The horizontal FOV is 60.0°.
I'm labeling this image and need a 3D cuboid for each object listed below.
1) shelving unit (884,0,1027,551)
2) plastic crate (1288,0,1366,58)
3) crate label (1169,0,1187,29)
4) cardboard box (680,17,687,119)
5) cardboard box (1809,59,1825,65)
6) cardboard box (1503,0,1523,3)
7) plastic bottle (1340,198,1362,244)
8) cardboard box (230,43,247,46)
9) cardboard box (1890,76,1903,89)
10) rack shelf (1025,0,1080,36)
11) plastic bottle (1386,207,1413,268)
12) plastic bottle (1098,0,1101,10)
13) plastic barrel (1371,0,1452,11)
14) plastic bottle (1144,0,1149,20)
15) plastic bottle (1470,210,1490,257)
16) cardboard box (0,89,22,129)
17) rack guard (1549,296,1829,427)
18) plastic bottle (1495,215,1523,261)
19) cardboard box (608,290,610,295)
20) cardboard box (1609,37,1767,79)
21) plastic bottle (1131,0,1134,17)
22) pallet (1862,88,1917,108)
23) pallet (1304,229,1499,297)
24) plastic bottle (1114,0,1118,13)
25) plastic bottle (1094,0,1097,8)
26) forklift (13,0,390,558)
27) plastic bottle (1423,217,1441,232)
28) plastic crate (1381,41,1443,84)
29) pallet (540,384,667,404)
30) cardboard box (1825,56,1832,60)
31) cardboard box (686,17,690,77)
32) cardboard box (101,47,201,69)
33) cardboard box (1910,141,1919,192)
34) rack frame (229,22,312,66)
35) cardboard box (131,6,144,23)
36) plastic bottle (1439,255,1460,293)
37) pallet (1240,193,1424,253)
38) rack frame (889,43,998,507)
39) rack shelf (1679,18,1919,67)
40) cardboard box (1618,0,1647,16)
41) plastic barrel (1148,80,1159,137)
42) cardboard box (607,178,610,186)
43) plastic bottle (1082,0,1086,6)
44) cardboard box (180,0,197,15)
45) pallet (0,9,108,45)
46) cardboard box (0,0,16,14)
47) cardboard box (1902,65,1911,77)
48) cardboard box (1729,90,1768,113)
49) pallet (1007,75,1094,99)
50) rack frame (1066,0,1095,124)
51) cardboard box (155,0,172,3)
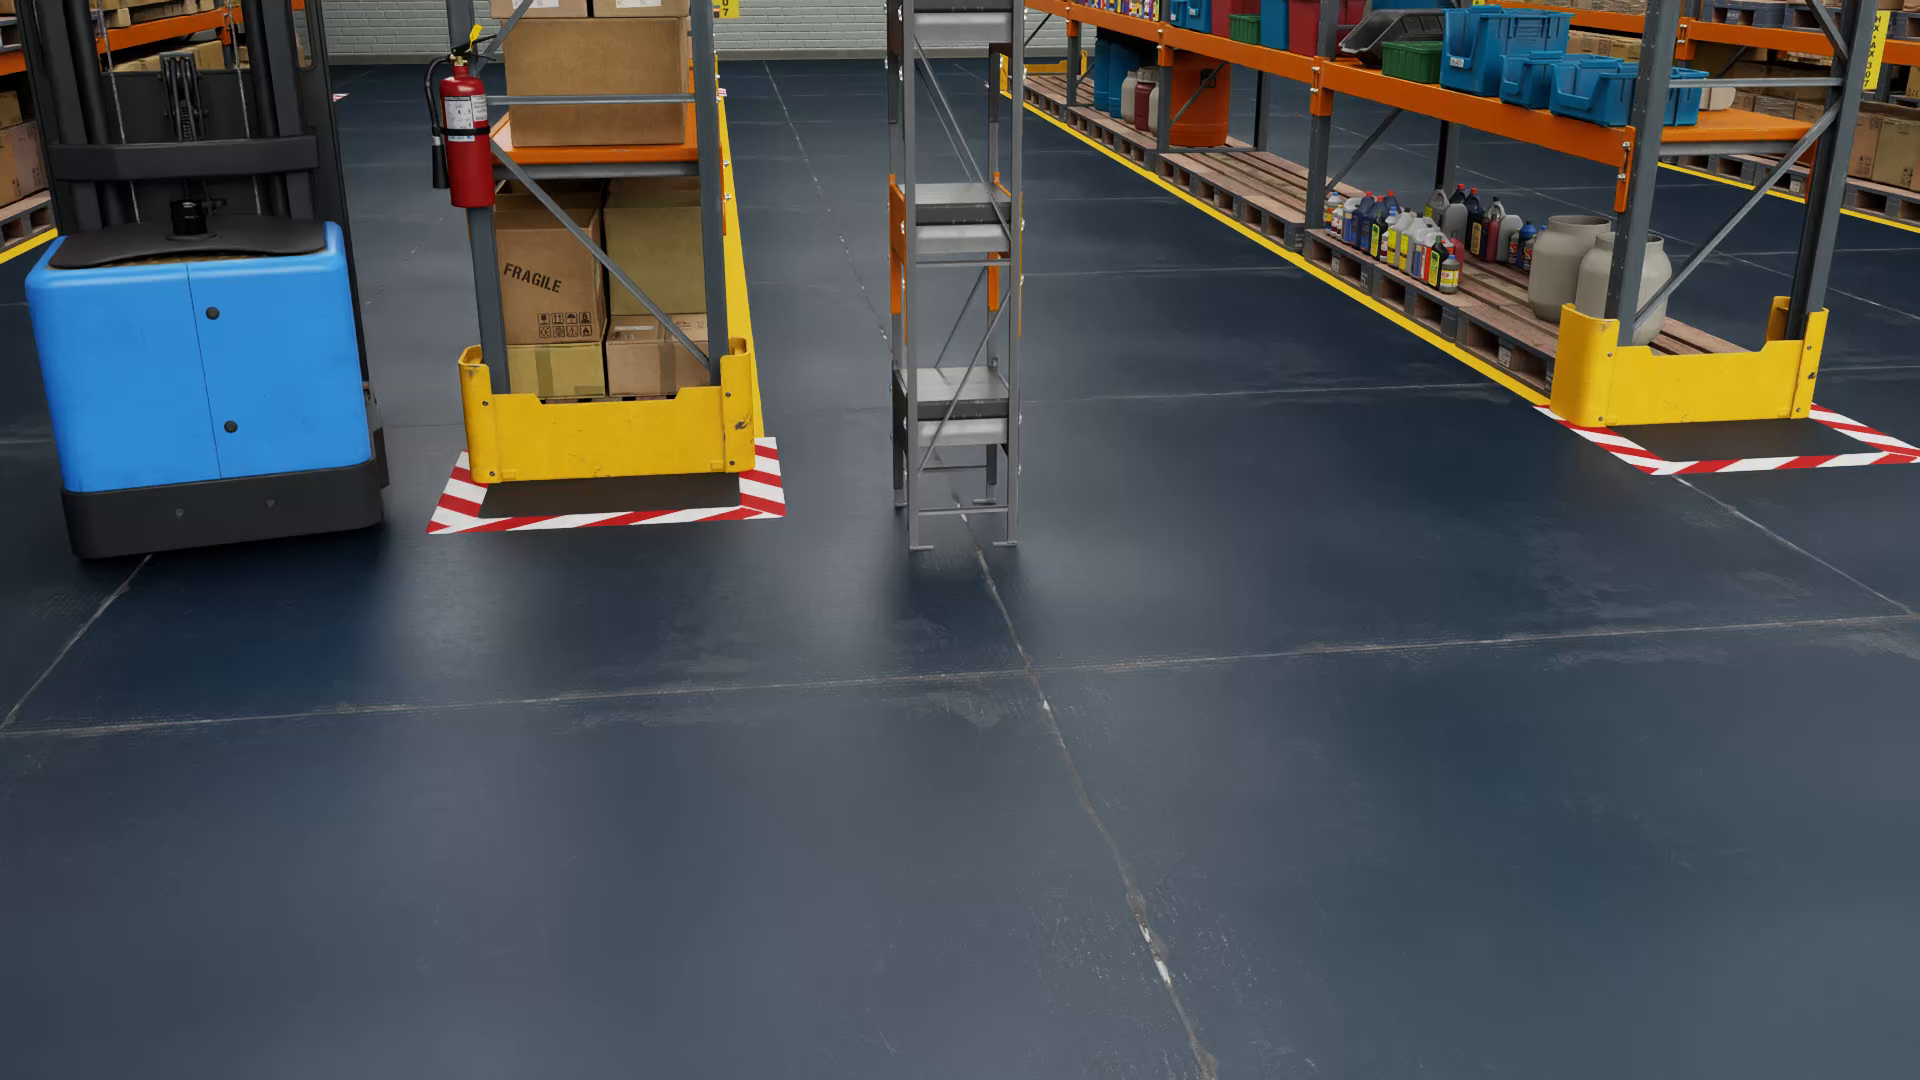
[{"bbox_3d":[-0.024,-1.041,6.002,0.431,2.100,0.503,-3,21,-8],"label":"shelving unit"},{"bbox_3d":[2.487,-3.548,11.337,0.402,0.464,0.583,-3,21,-8],"label":"plastic crate"},{"bbox_3d":[1.973,-4.508,14.237,0.303,0.233,0.416,-3,21,-8],"label":"crate label"},{"bbox_3d":[-1.601,-2.123,7.470,0.700,0.500,0.500,-2,21,-6],"label":"cardboard box"},{"bbox_3d":[11.068,-6.058,21.199,0.380,0.149,0.250,-2,21,-6],"label":"cardboard box"},{"bbox_3d":[6.426,-6.260,18.548,0.500,0.500,0.500,-3,21,-8],"label":"cardboard box"},{"bbox_3d":[2.545,-2.053,10.690,0.152,0.276,0.135,-2,21,-6],"label":"plastic bottle"},{"bbox_3d":[-8.048,-5.538,18.802,0.380,0.149,0.250,-4,21,-9],"label":"cardboard box"},{"bbox_3d":[11.757,-5.696,20.655,0.380,0.149,0.250,-2,21,-6],"label":"cardboard box"},{"bbox_3d":[1.418,-6.491,20.337,1.077,0.370,4.000,-3,21,-8],"label":"rack shelf"},{"bbox_3d":[2.654,-1.818,9.954,0.144,0.351,0.185,-3,21,-8],"label":"plastic bottle"},{"bbox_3d":[1.465,-5.625,17.156,0.061,0.283,0.133,-3,21,-8],"label":"plastic bottle"},{"bbox_3d":[3.104,-3.750,11.252,0.600,0.901,0.708,-3,21,-8],"label":"plastic barrel"},{"bbox_3d":[1.756,-4.931,15.414,0.097,0.201,0.097,0,20,0],"label":"plastic bottle"},{"bbox_3d":[3.214,-1.899,10.266,0.061,0.283,0.133,-3,21,-8],"label":"plastic bottle"},{"bbox_3d":[-7.345,-3.190,12.343,0.500,0.250,0.500,-3,21,-7],"label":"cardboard box"},{"bbox_3d":[3.379,-0.834,7.734,1.175,0.500,0.348,-3,21,-8],"label":"rack guard"},{"bbox_3d":[3.331,-1.853,10.154,0.152,0.276,0.135,-3,21,-7],"label":"plastic bottle"},{"bbox_3d":[-1.994,-1.157,8.357,0.500,0.250,0.500,-3,21,-8],"label":"cardboard box"},{"bbox_3d":[7.105,-4.442,16.258,1.225,0.875,0.875,-4,21,-10],"label":"cardboard box"},{"bbox_3d":[1.686,-5.099,15.866,0.097,0.201,0.097,0,20,0],"label":"plastic bottle"},{"bbox_3d":[11.398,-5.525,20.707,1.003,0.211,1.213,-3,21,-8],"label":"pallet"},{"bbox_3d":[2.915,-1.825,10.800,1.003,0.211,1.213,-3,21,-8],"label":"pallet"},{"bbox_3d":[1.610,-5.409,16.482,0.144,0.351,0.185,-3,21,-8],"label":"plastic bottle"},{"bbox_3d":[1.452,-5.661,17.370,0.097,0.201,0.097,0,20,0],"label":"plastic bottle"},{"bbox_3d":[-3.145,-1.790,6.820,1.130,2.935,3.031,-7,22,-19],"label":"forklift"},{"bbox_3d":[2.797,-1.799,10.010,0.152,0.276,0.135,-3,21,-8],"label":"plastic bottle"},{"bbox_3d":[2.776,-2.782,9.681,0.450,0.188,0.662,-3,21,-8],"label":"plastic crate"},{"bbox_3d":[-1.618,-0.689,7.758,1.003,0.211,1.213,-3,21,-8],"label":"pallet"},{"bbox_3d":[11.142,-6.117,20.930,0.380,0.149,0.250,-2,21,-6],"label":"cardboard box"},{"bbox_3d":[-1.973,-3.011,9.847,0.700,0.500,0.500,-3,21,-9],"label":"cardboard box"},{"bbox_3d":[-7.744,-4.300,15.913,0.750,0.750,0.750,-2,21,-6],"label":"cardboard box"},{"bbox_3d":[7.693,-2.864,12.542,0.700,0.500,0.500,-5,21,-12],"label":"cardboard box"},{"bbox_3d":[-8.674,-7.021,20.727,1.000,3.000,0.127,-3,21,-8],"label":"rack frame"},{"bbox_3d":[-7.552,-4.712,14.877,0.380,0.149,0.250,-3,21,-7],"label":"cardboard box"},{"bbox_3d":[2.737,-1.490,9.289,0.097,0.201,0.097,0,20,0],"label":"plastic bottle"},{"bbox_3d":[2.708,-2.329,12.151,1.003,0.211,1.213,-3,21,-8],"label":"pallet"},{"bbox_3d":[-0.059,-1.125,6.228,0.400,2.100,0.015,-3,21,-8],"label":"rack frame"},{"bbox_3d":[7.472,-3.971,13.589,1.077,0.370,4.000,-3,21,-8],"label":"rack shelf"},{"bbox_3d":[6.802,-5.379,16.187,0.500,0.500,0.500,-3,21,-8],"label":"cardboard box"},{"bbox_3d":[2.026,-4.142,15.973,0.421,0.512,0.421,0,20,0],"label":"plastic barrel"},{"bbox_3d":[-2.067,-1.682,8.689,0.500,0.500,0.500,-3,21,-8],"label":"cardboard box"},{"bbox_3d":[1.356,-5.886,17.856,0.061,0.283,0.133,-3,21,-8],"label":"plastic bottle"},{"bbox_3d":[-7.620,-5.158,16.070,0.380,0.149,0.250,-3,21,-8],"label":"cardboard box"},{"bbox_3d":[-7.313,-3.920,12.698,1.213,0.211,1.003,-3,21,-8],"label":"pallet"},{"bbox_3d":[-7.336,-4.150,12.268,0.700,0.500,0.500,-5,21,-13],"label":"cardboard box"},{"bbox_3d":[11.795,-5.743,20.354,0.380,0.149,0.250,-2,21,-5],"label":"cardboard box"},{"bbox_3d":[7.300,-3.805,15.060,0.700,0.500,0.500,-4,21,-11],"label":"cardboard box"},{"bbox_3d":[1.210,-5.927,21.783,1.003,0.211,1.213,-3,21,-8],"label":"pallet"},{"bbox_3d":[1.706,-6.136,18.357,1.000,3.000,0.127,-3,21,-8],"label":"rack frame"},{"bbox_3d":[-7.557,-5.161,15.151,0.500,0.500,0.500,-2,21,-6],"label":"cardboard box"}]
